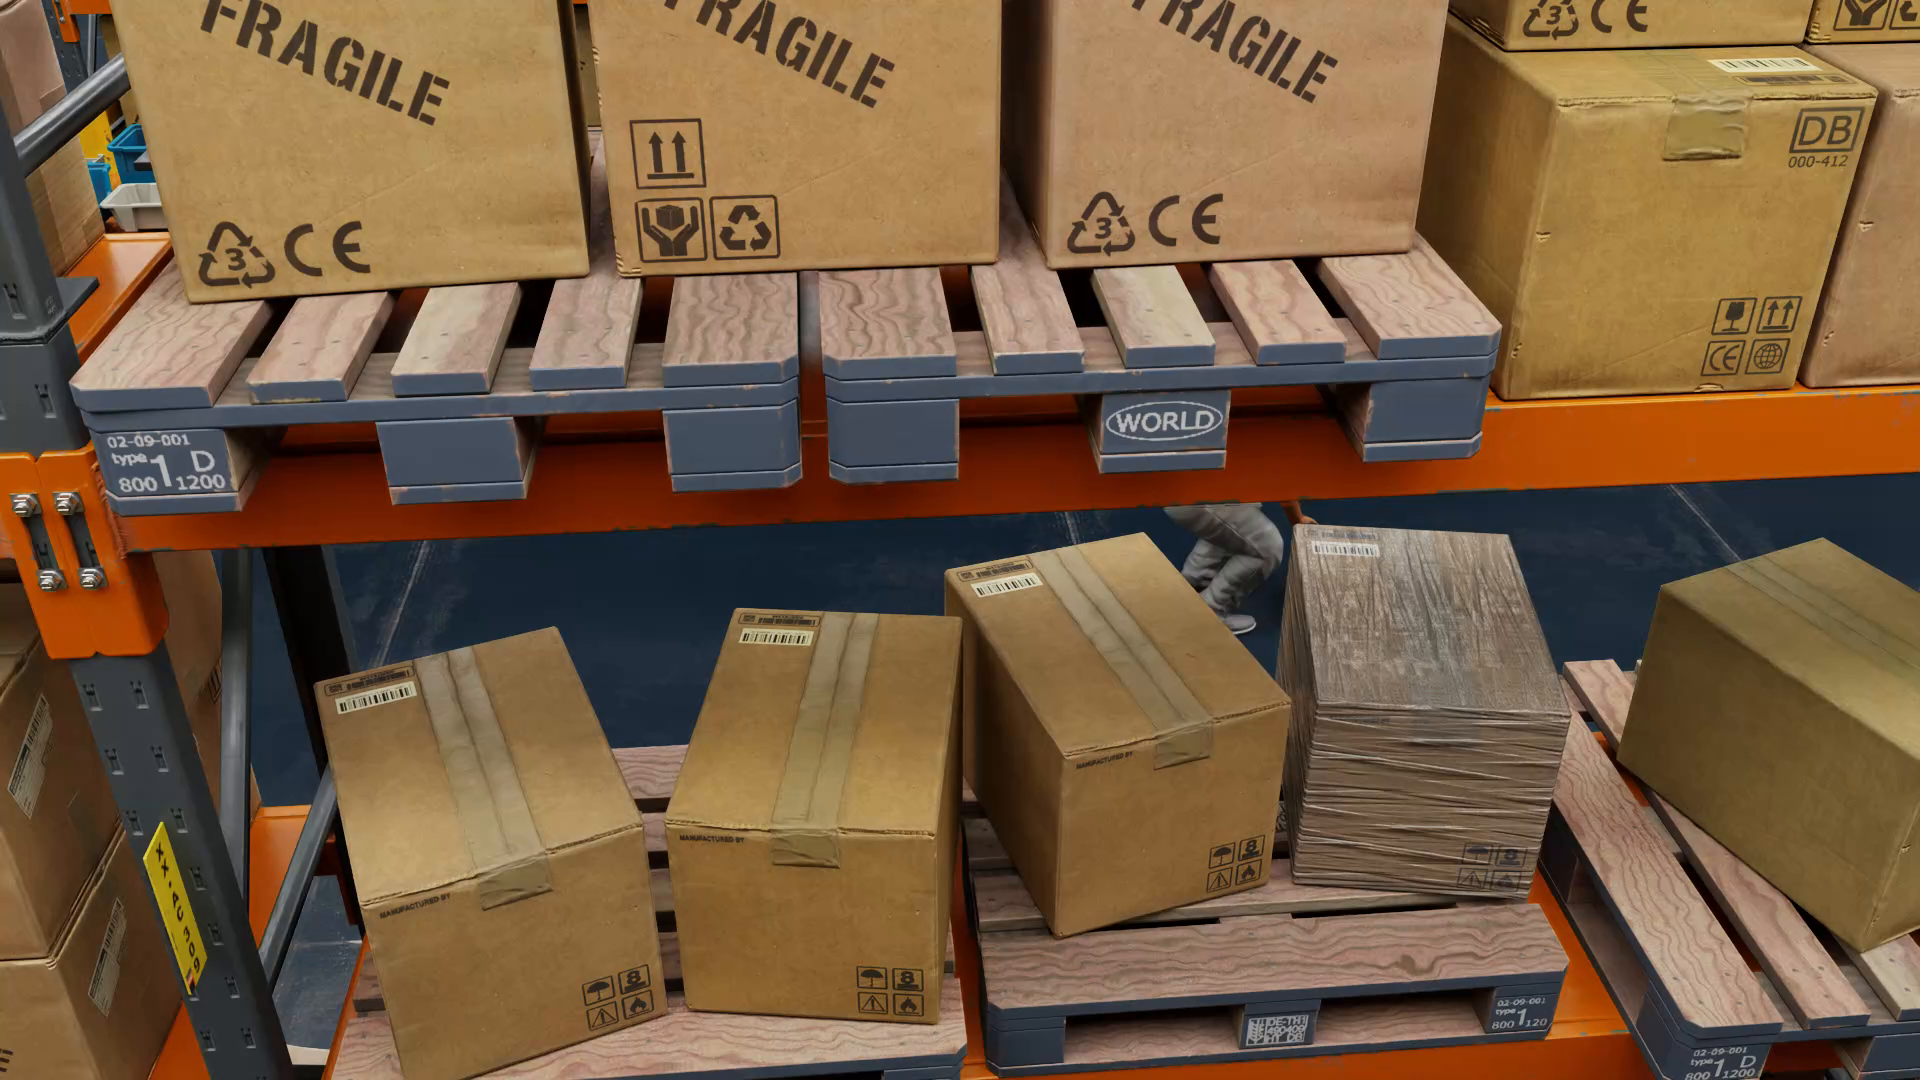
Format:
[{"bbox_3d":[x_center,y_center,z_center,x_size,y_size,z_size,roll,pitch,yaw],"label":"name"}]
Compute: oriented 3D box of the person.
[{"bbox_3d":[1.160,-0.250,6.936,0.786,1.265,0.538,-3,31,-4],"label":"person"}]
